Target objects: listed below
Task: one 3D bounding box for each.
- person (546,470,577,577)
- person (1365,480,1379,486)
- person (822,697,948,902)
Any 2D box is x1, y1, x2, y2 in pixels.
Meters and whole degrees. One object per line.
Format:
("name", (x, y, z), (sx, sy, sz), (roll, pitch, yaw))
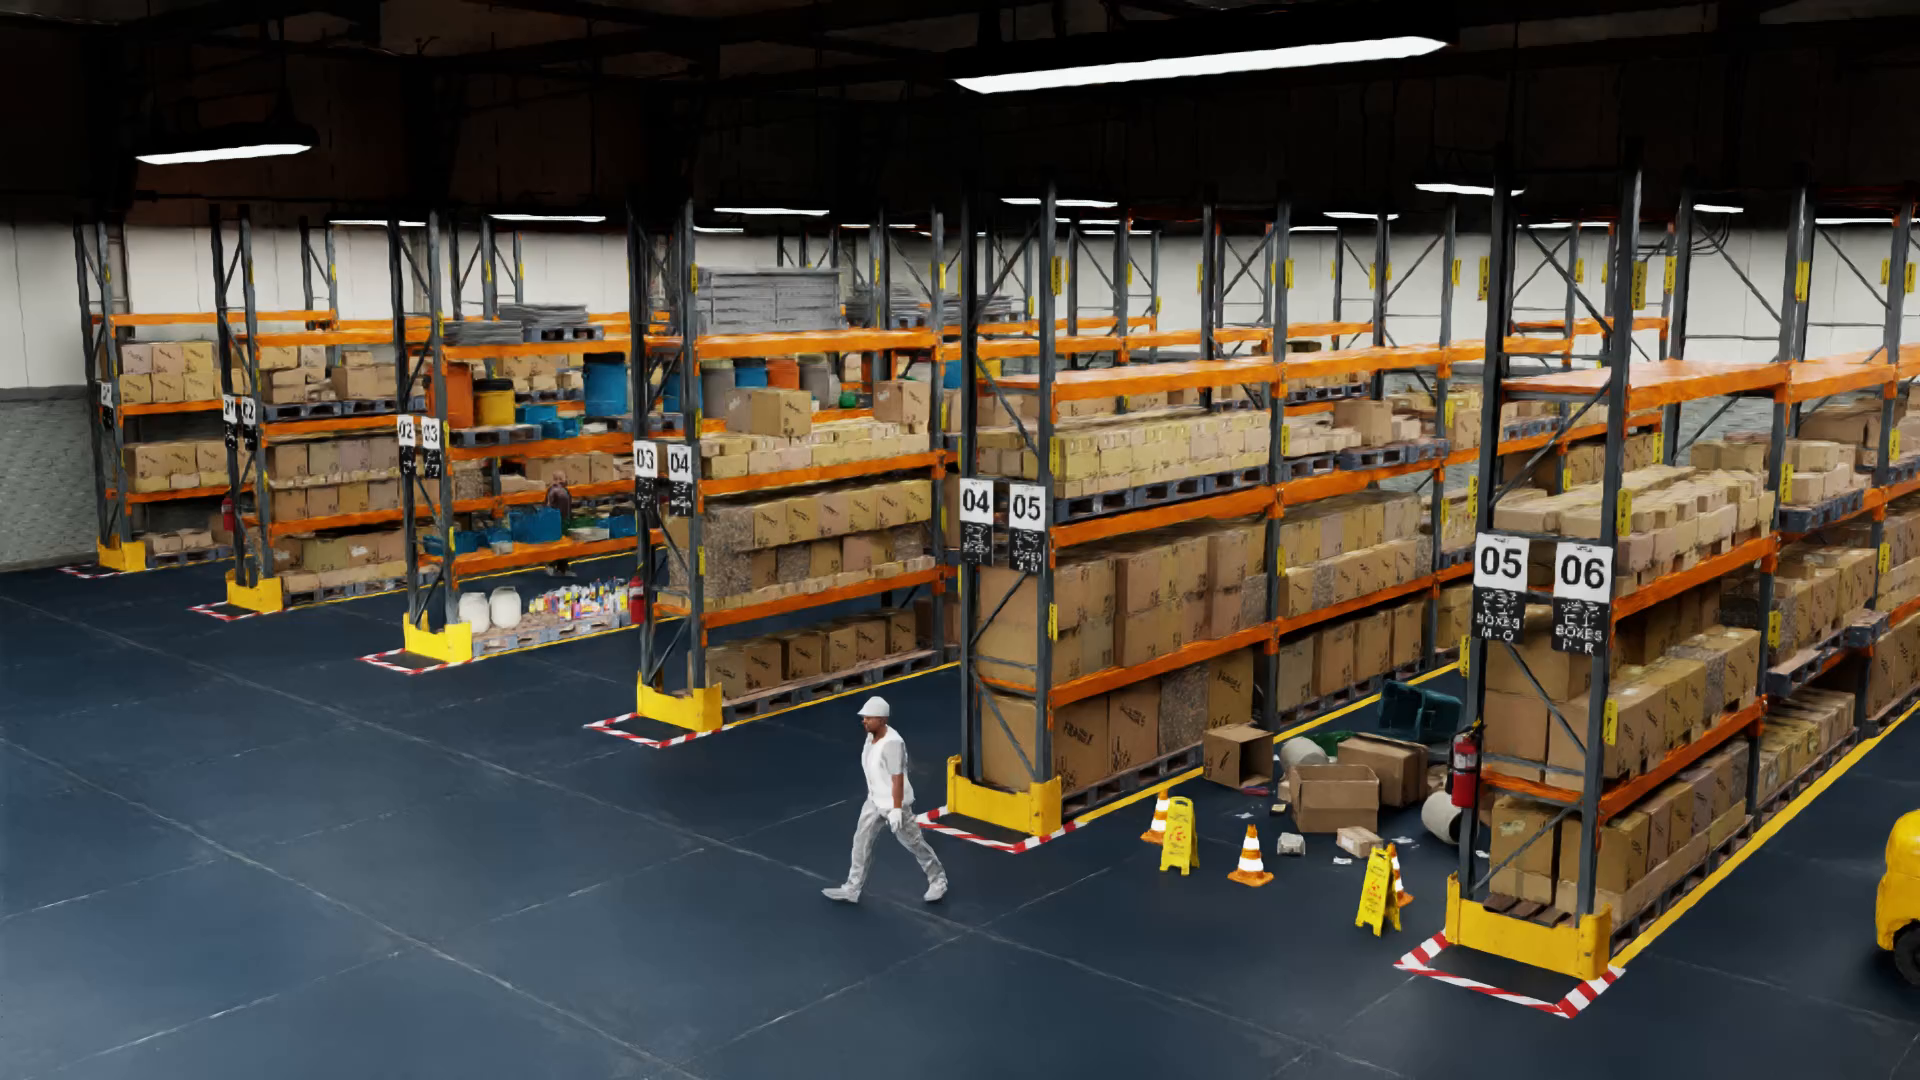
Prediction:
("person", (-6.615, -0.269, 27.500), (0.517, 1.779, 0.634), (3, 10, 15))
("person", (6.852, -0.252, 27.614), (0.575, 1.689, 1.128), (8, 12, 38))
("person", (-0.593, 2.109, 13.459), (0.983, 1.742, 0.608), (-5, 11, -26))
